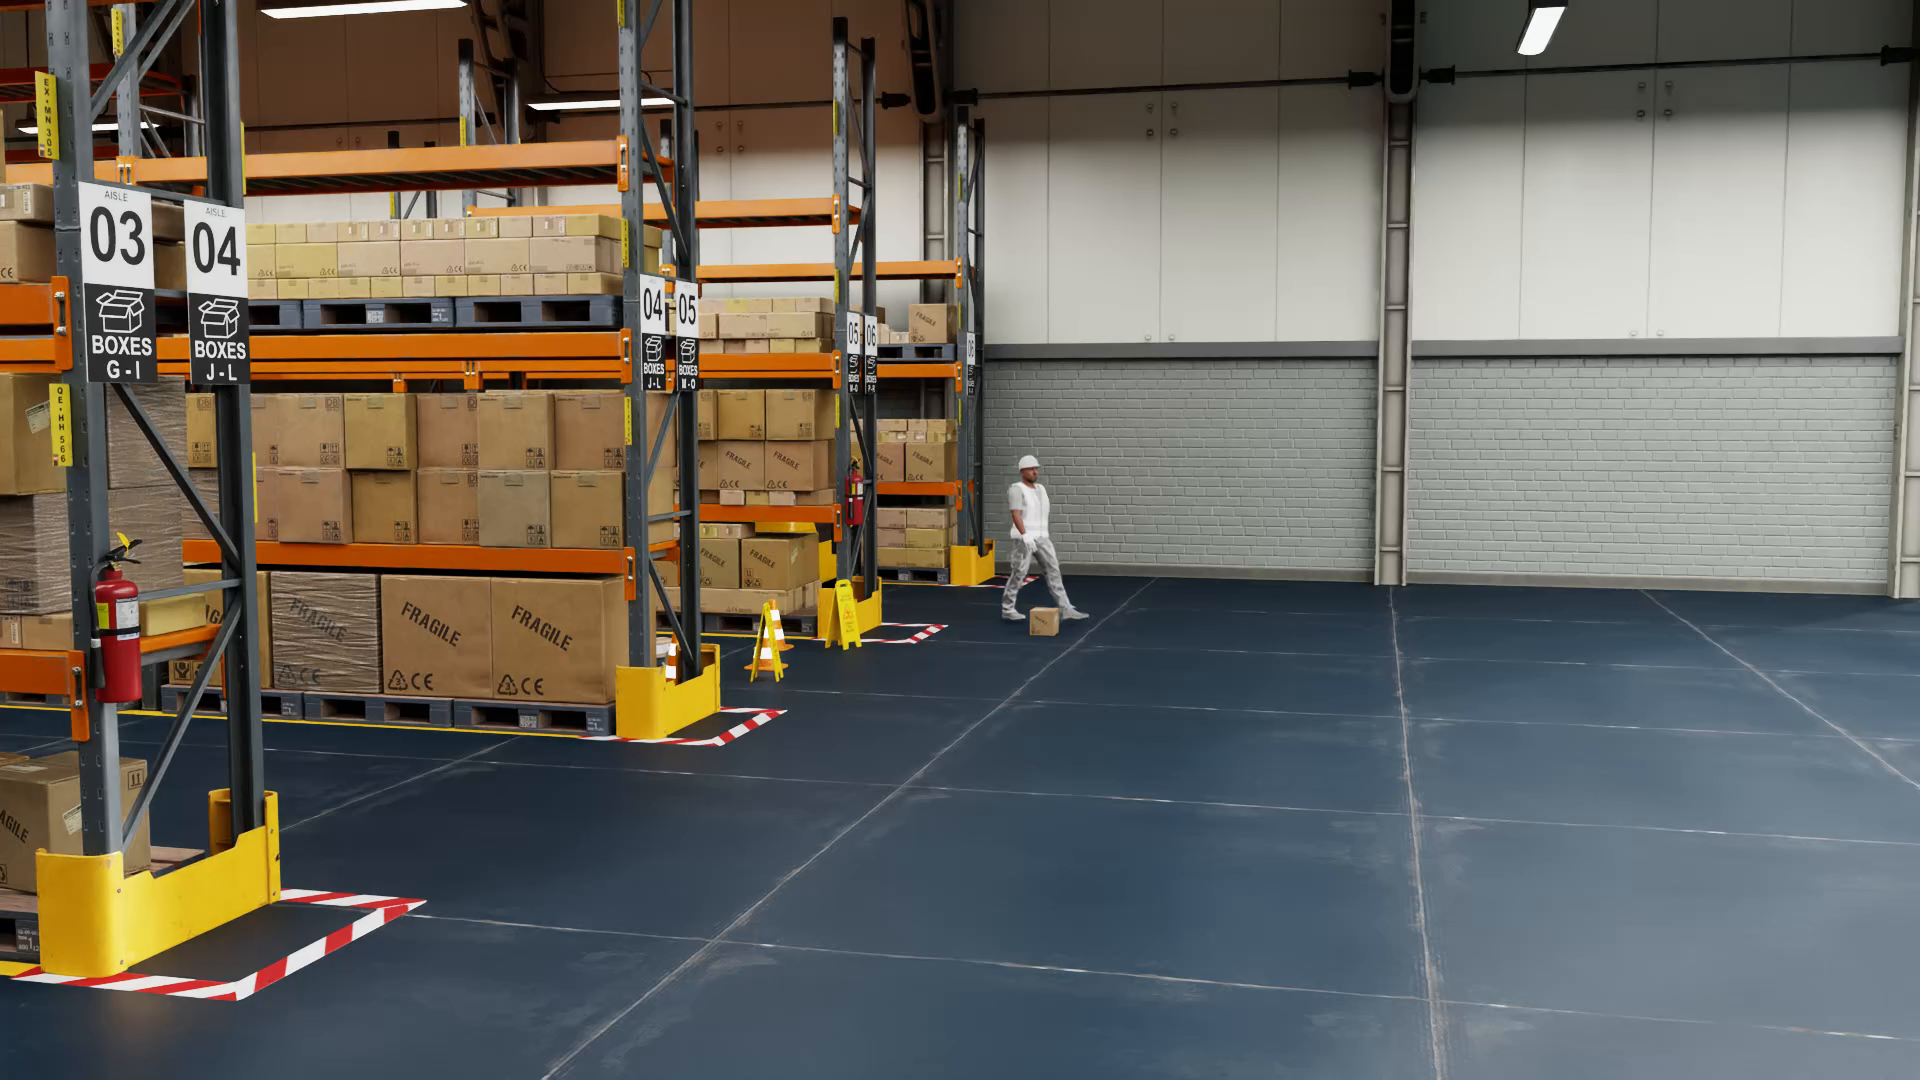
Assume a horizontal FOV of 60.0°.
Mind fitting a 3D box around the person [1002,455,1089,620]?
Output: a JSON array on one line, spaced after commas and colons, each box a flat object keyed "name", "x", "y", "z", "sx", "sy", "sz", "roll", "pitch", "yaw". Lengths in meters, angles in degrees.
[{"name": "person", "x": 0.839, "y": -0.010, "z": 17.319, "sx": 0.573, "sy": 1.736, "sz": 0.946, "roll": -5, "pitch": 7, "yaw": -44}]
